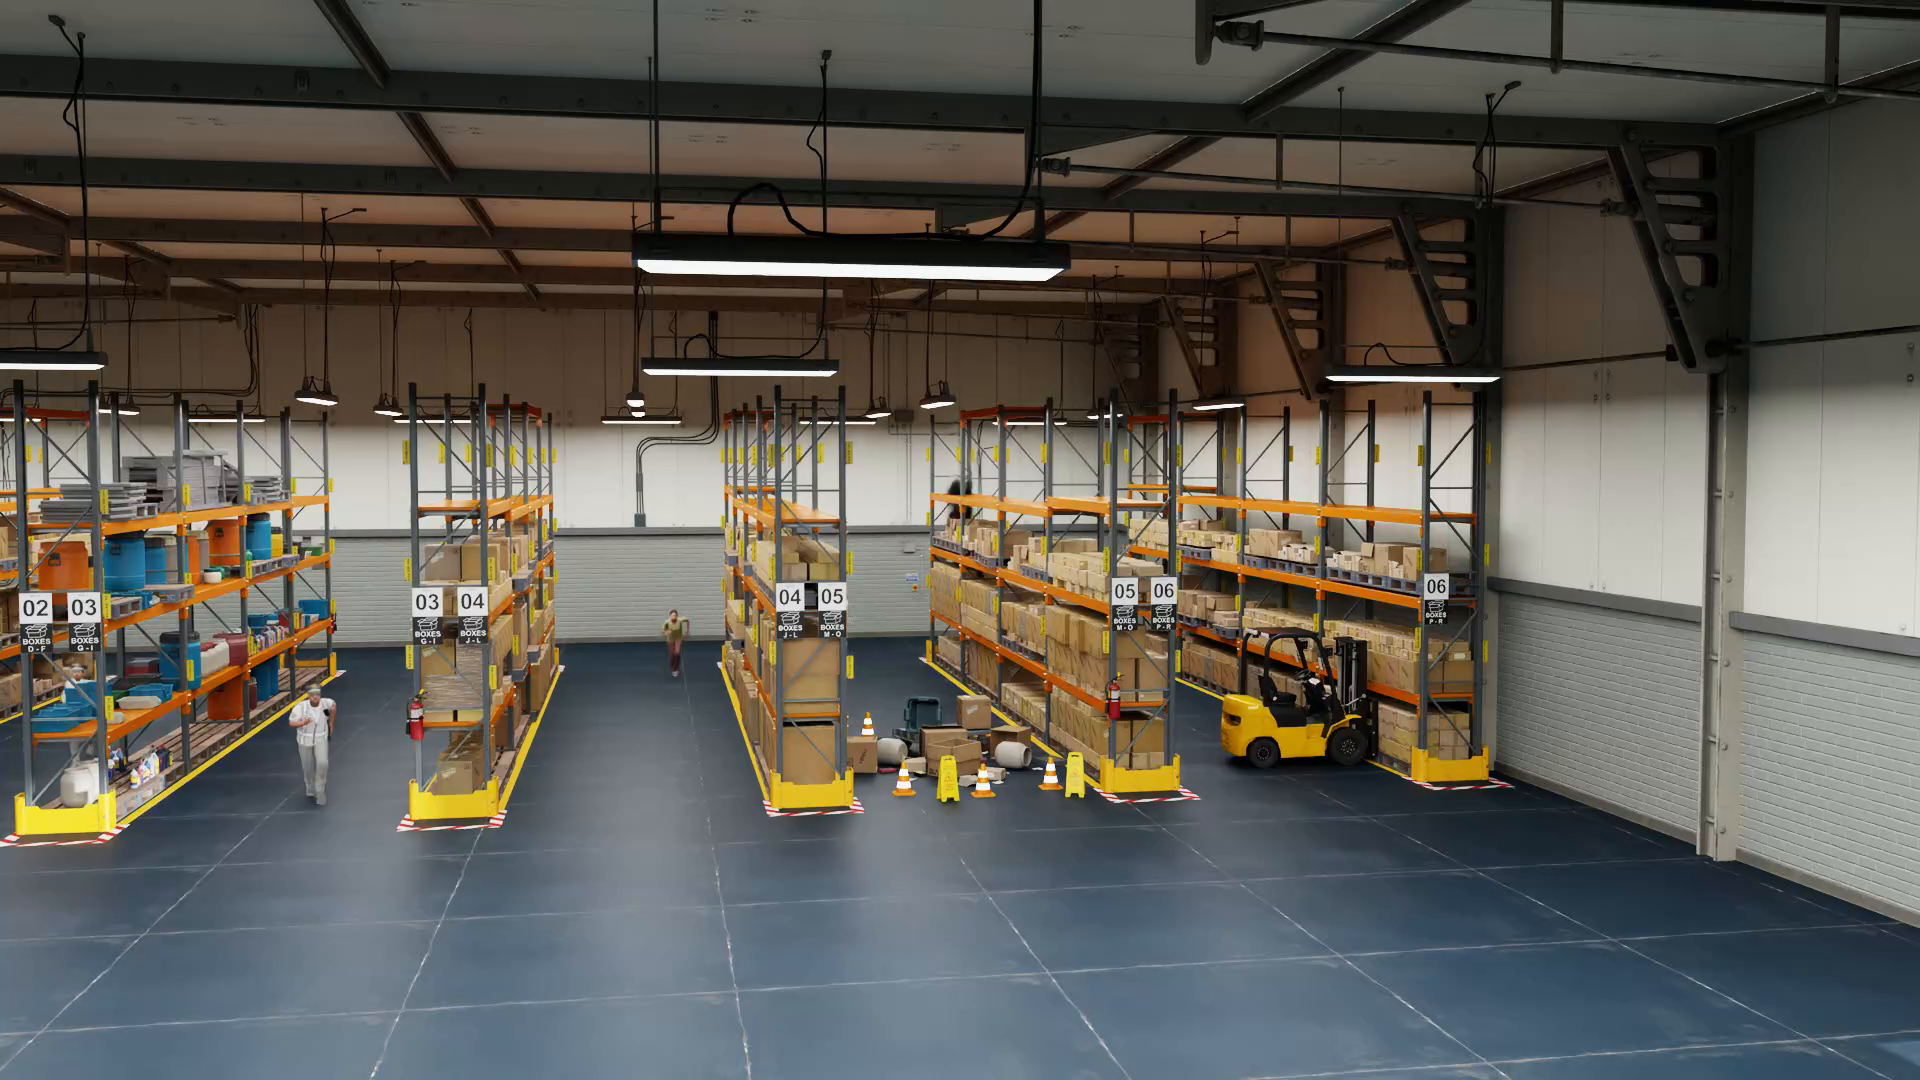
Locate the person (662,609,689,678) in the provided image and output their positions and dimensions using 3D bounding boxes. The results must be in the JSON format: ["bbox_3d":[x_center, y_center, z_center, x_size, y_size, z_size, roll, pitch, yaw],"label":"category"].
[{"bbox_3d":[-6.432,2.331,37.641,0.612,1.577,0.935,0,3,-7],"label":"person"}]

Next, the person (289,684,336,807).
[{"bbox_3d":[-9.321,2.930,23.971,0.647,1.784,0.961,-1,3,-23],"label":"person"}]

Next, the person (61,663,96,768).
[{"bbox_3d":[-14.205,2.817,26.826,0.618,1.694,0.827,-1,3,-11],"label":"person"}]
